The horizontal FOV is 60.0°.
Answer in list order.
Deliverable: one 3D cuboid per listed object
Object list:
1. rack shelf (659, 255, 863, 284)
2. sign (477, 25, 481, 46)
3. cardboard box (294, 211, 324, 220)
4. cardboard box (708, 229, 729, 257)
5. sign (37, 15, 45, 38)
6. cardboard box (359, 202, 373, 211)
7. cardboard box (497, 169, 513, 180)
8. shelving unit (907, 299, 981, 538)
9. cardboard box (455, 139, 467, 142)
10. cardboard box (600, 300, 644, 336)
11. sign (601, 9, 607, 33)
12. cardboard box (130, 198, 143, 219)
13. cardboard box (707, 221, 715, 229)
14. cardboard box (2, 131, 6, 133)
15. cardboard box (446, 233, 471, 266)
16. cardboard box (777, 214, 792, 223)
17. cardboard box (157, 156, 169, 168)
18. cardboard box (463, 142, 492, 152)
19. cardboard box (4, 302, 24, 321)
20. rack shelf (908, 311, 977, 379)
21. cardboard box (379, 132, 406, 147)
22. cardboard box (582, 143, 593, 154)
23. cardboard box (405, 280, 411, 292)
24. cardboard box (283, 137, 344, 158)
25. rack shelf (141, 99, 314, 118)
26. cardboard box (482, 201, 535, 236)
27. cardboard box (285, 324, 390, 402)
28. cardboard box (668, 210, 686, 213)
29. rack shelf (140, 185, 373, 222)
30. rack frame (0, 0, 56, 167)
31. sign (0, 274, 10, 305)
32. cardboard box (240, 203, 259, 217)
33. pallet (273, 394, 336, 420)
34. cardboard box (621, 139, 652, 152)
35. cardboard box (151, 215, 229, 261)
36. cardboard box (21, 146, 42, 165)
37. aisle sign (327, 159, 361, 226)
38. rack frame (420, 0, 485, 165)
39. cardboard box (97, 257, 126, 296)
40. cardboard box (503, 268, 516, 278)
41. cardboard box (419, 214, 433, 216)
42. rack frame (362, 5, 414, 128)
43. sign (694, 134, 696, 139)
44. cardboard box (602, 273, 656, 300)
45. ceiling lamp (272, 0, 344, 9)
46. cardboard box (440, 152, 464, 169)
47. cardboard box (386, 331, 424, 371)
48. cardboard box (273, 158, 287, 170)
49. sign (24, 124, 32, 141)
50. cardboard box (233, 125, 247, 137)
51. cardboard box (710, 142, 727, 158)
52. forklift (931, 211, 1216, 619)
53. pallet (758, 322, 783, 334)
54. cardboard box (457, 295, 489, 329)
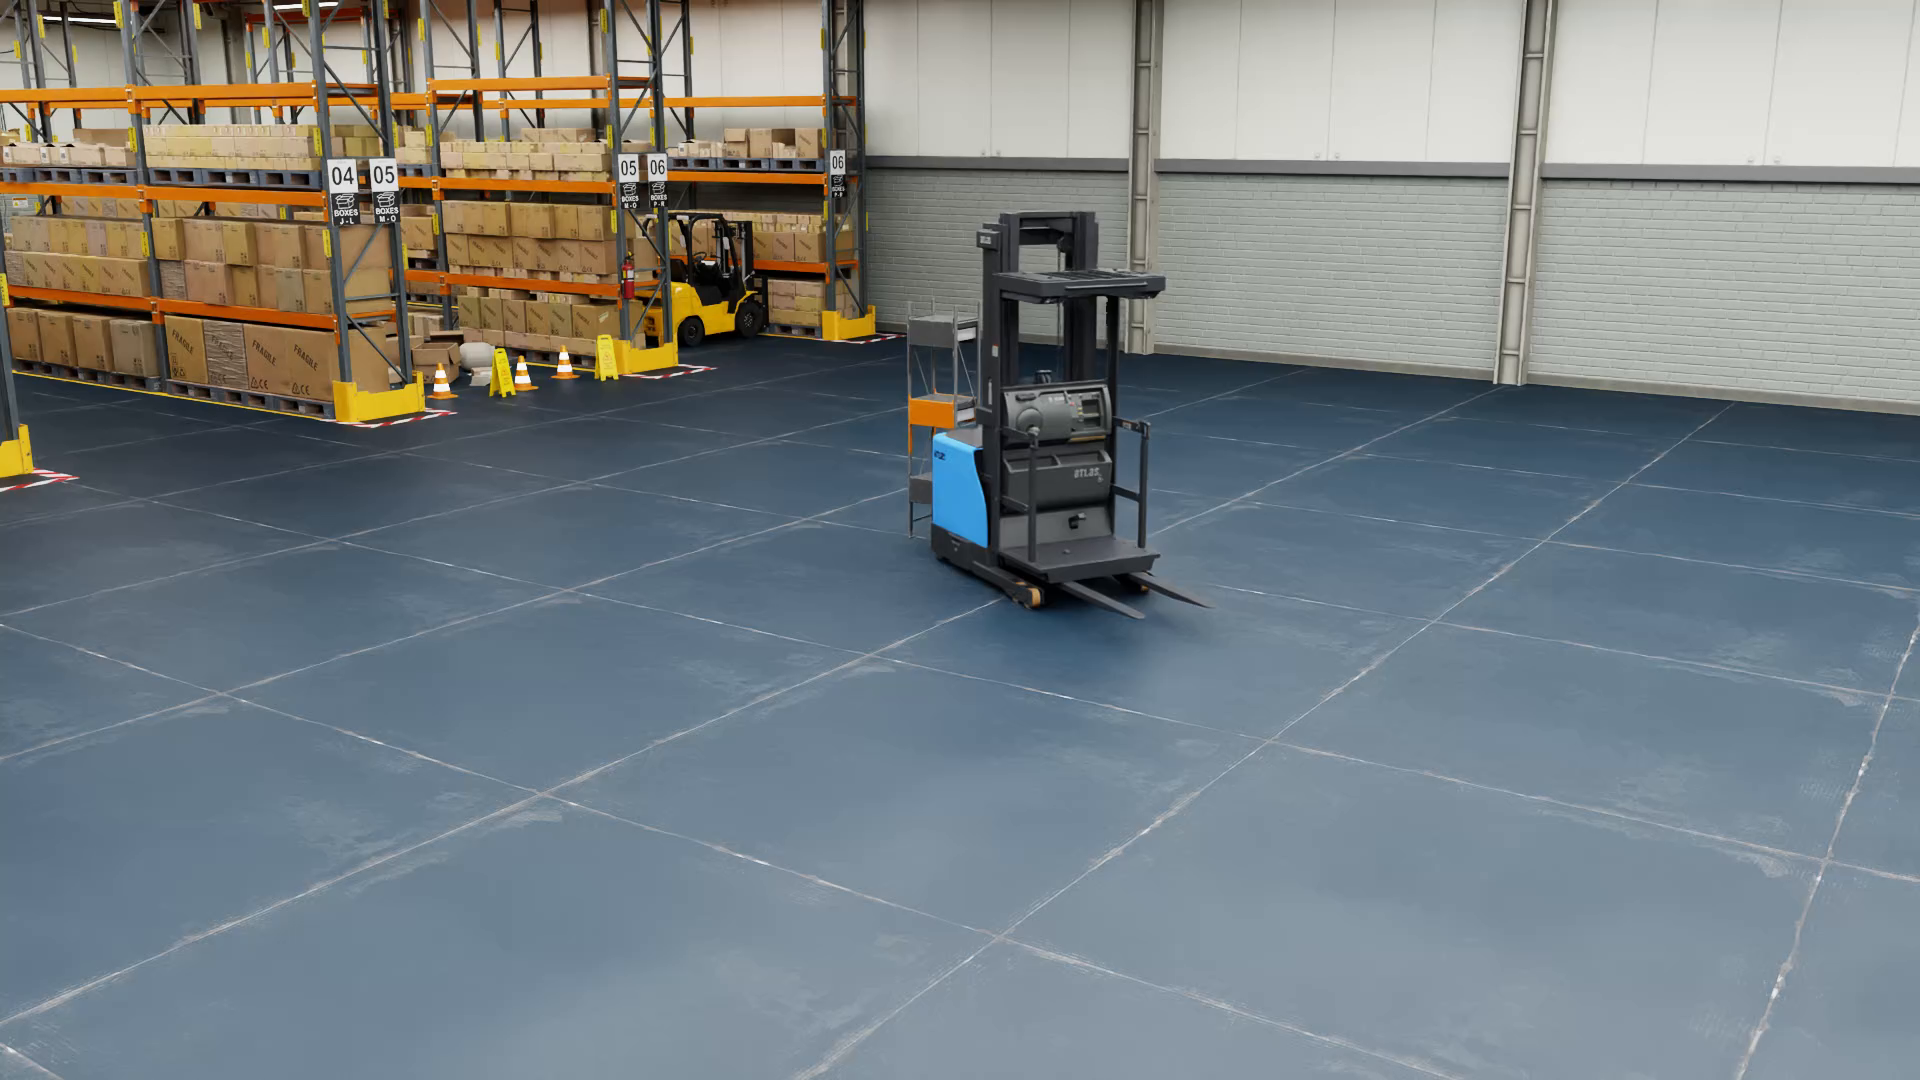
[{"bbox_3d":[-3.631,-4.964,30.130,4.000,0.370,1.077,9,17,33],"label":"rack shelf"},{"bbox_3d":[-7.740,-8.101,26.711,0.005,0.325,0.100,9,17,33],"label":"sign"},{"bbox_3d":[-11.133,-5.418,28.766,0.500,0.500,0.500,9,16,31],"label":"cardboard box"},{"bbox_3d":[-4.206,-5.384,30.122,0.500,0.500,0.500,9,17,32],"label":"cardboard box"},{"bbox_3d":[-13.749,-7.680,24.849,0.005,0.325,0.100,9,17,33],"label":"sign"},{"bbox_3d":[-13.016,-7.342,36.374,0.500,0.500,0.500,9,16,31],"label":"cardboard box"},{"bbox_3d":[-6.916,-5.644,25.661,0.250,0.149,0.380,9,16,32],"label":"cardboard box"},{"bbox_3d":[-0.137,-1.041,14.661,0.503,2.100,0.431,9,17,33],"label":"shelving unit"},{"bbox_3d":[-9.927,-7.967,33.384,0.250,0.149,0.380,9,16,32],"label":"cardboard box"},{"bbox_3d":[-5.274,-3.454,25.822,0.500,0.500,0.500,9,16,31],"label":"cardboard box"},{"bbox_3d":[-5.066,-7.389,23.672,0.005,0.325,0.100,9,17,33],"label":"sign"},{"bbox_3d":[-15.242,-6.206,31.362,0.500,0.500,0.500,9,17,32],"label":"cardboard box"},{"bbox_3d":[-4.346,-5.702,30.058,0.250,0.149,0.380,9,17,32],"label":"cardboard box"},{"bbox_3d":[-14.899,-6.208,25.615,0.258,0.266,0.396,9,17,33],"label":"cardboard box"},{"bbox_3d":[-7.849,-4.669,26.616,0.500,0.500,0.500,9,17,33],"label":"cardboard box"},{"bbox_3d":[-3.006,-5.663,29.282,0.250,0.149,0.380,9,17,33],"label":"cardboard box"},{"bbox_3d":[-10.409,-5.026,22.083,0.250,0.149,0.380,9,17,33],"label":"cardboard box"},{"bbox_3d":[-7.533,-6.139,26.000,0.250,0.149,0.380,9,16,31],"label":"cardboard box"},{"bbox_3d":[-14.770,-3.521,25.571,0.500,0.250,0.500,9,16,31],"label":"cardboard box"},{"bbox_3d":[-0.137,-1.708,14.496,0.480,0.518,0.431,9,17,33],"label":"rack shelf"},{"bbox_3d":[-9.469,-6.606,27.420,0.500,0.250,0.500,10,17,34],"label":"cardboard box"},{"bbox_3d":[-5.377,-5.805,24.650,0.250,0.149,0.380,10,17,34],"label":"cardboard box"},{"bbox_3d":[-11.653,-5.535,35.268,0.500,0.500,0.500,10,17,35],"label":"cardboard box"},{"bbox_3d":[-7.980,-4.844,20.518,0.500,0.250,0.500,9,17,34],"label":"cardboard box"},{"bbox_3d":[-13.037,-7.764,29.791,4.000,0.370,1.077,9,17,33],"label":"rack shelf"},{"bbox_3d":[-7.001,-5.021,25.958,0.500,0.500,0.700,9,16,32],"label":"cardboard box"},{"bbox_3d":[-8.017,-2.304,21.437,0.875,0.875,0.875,9,17,33],"label":"cardboard box"},{"bbox_3d":[-5.192,-5.987,30.590,0.250,0.149,0.380,10,17,34],"label":"cardboard box"},{"bbox_3d":[-9.077,-4.429,21.728,4.000,0.370,1.077,9,17,33],"label":"rack shelf"},{"bbox_3d":[-14.056,-7.039,24.531,0.127,3.000,1.000,9,17,33],"label":"rack frame"},{"bbox_3d":[-9.967,-2.607,17.311,0.005,0.325,0.100,9,17,33],"label":"sign"},{"bbox_3d":[-12.383,-5.746,29.503,0.500,0.500,0.500,10,17,34],"label":"cardboard box"},{"bbox_3d":[-8.125,-1.792,21.623,1.213,0.211,1.003,9,17,33],"label":"pallet"},{"bbox_3d":[-6.028,-7.295,30.911,0.500,0.311,0.500,9,16,31],"label":"cardboard box"},{"bbox_3d":[-10.450,-4.131,22.710,0.550,0.550,0.875,9,17,33],"label":"cardboard box"},{"bbox_3d":[-13.163,-5.554,24.007,0.500,0.250,0.500,10,17,34],"label":"cardboard box"},{"bbox_3d":[-7.526,-4.247,20.326,0.004,0.787,0.394,9,17,33],"label":"aisle sign"},{"bbox_3d":[-8.058,-7.503,26.406,0.127,3.000,1.000,9,17,33],"label":"rack frame"},{"bbox_3d":[-11.738,-3.723,23.414,0.500,0.500,0.500,9,17,32],"label":"cardboard box"},{"bbox_3d":[-6.920,-4.189,26.028,0.250,0.149,0.380,9,17,33],"label":"cardboard box"},{"bbox_3d":[-8.703,-5.175,27.785,0.500,0.500,0.500,9,17,33],"label":"cardboard box"},{"bbox_3d":[-11.929,-9.566,34.740,0.127,3.000,1.000,9,17,33],"label":"rack frame"},{"bbox_3d":[-4.983,-7.438,31.143,0.005,0.325,0.100,9,17,33],"label":"sign"},{"bbox_3d":[-6.370,-4.806,32.062,0.625,0.625,0.875,9,17,32],"label":"cardboard box"},{"bbox_3d":[-12.460,-11.849,31.814,2.000,3.185,0.800,9,17,33],"label":"ceiling lamp"},{"bbox_3d":[-7.846,-6.005,26.290,0.500,0.250,0.500,9,16,32],"label":"cardboard box"},{"bbox_3d":[-8.390,-2.763,24.656,0.503,0.637,0.797,9,17,33],"label":"cardboard box"},{"bbox_3d":[-8.305,-4.686,20.708,0.250,0.149,0.380,9,17,34],"label":"cardboard box"},{"bbox_3d":[-18.330,-8.009,32.709,0.005,0.325,0.100,9,17,33],"label":"sign"},{"bbox_3d":[-8.942,-5.176,21.028,0.250,0.149,0.380,9,16,32],"label":"cardboard box"},{"bbox_3d":[-4.229,-6.965,29.672,0.258,0.266,0.396,9,16,31],"label":"cardboard box"},{"bbox_3d":[0.867,-1.017,12.833,1.130,2.935,3.031,-7,16,-26],"label":"forklift"},{"bbox_3d":[-3.638,-3.949,30.337,1.213,0.211,1.003,9,17,33],"label":"pallet"},{"bbox_3d":[-7.719,-3.691,26.780,0.500,0.500,0.500,10,17,35],"label":"cardboard box"}]
